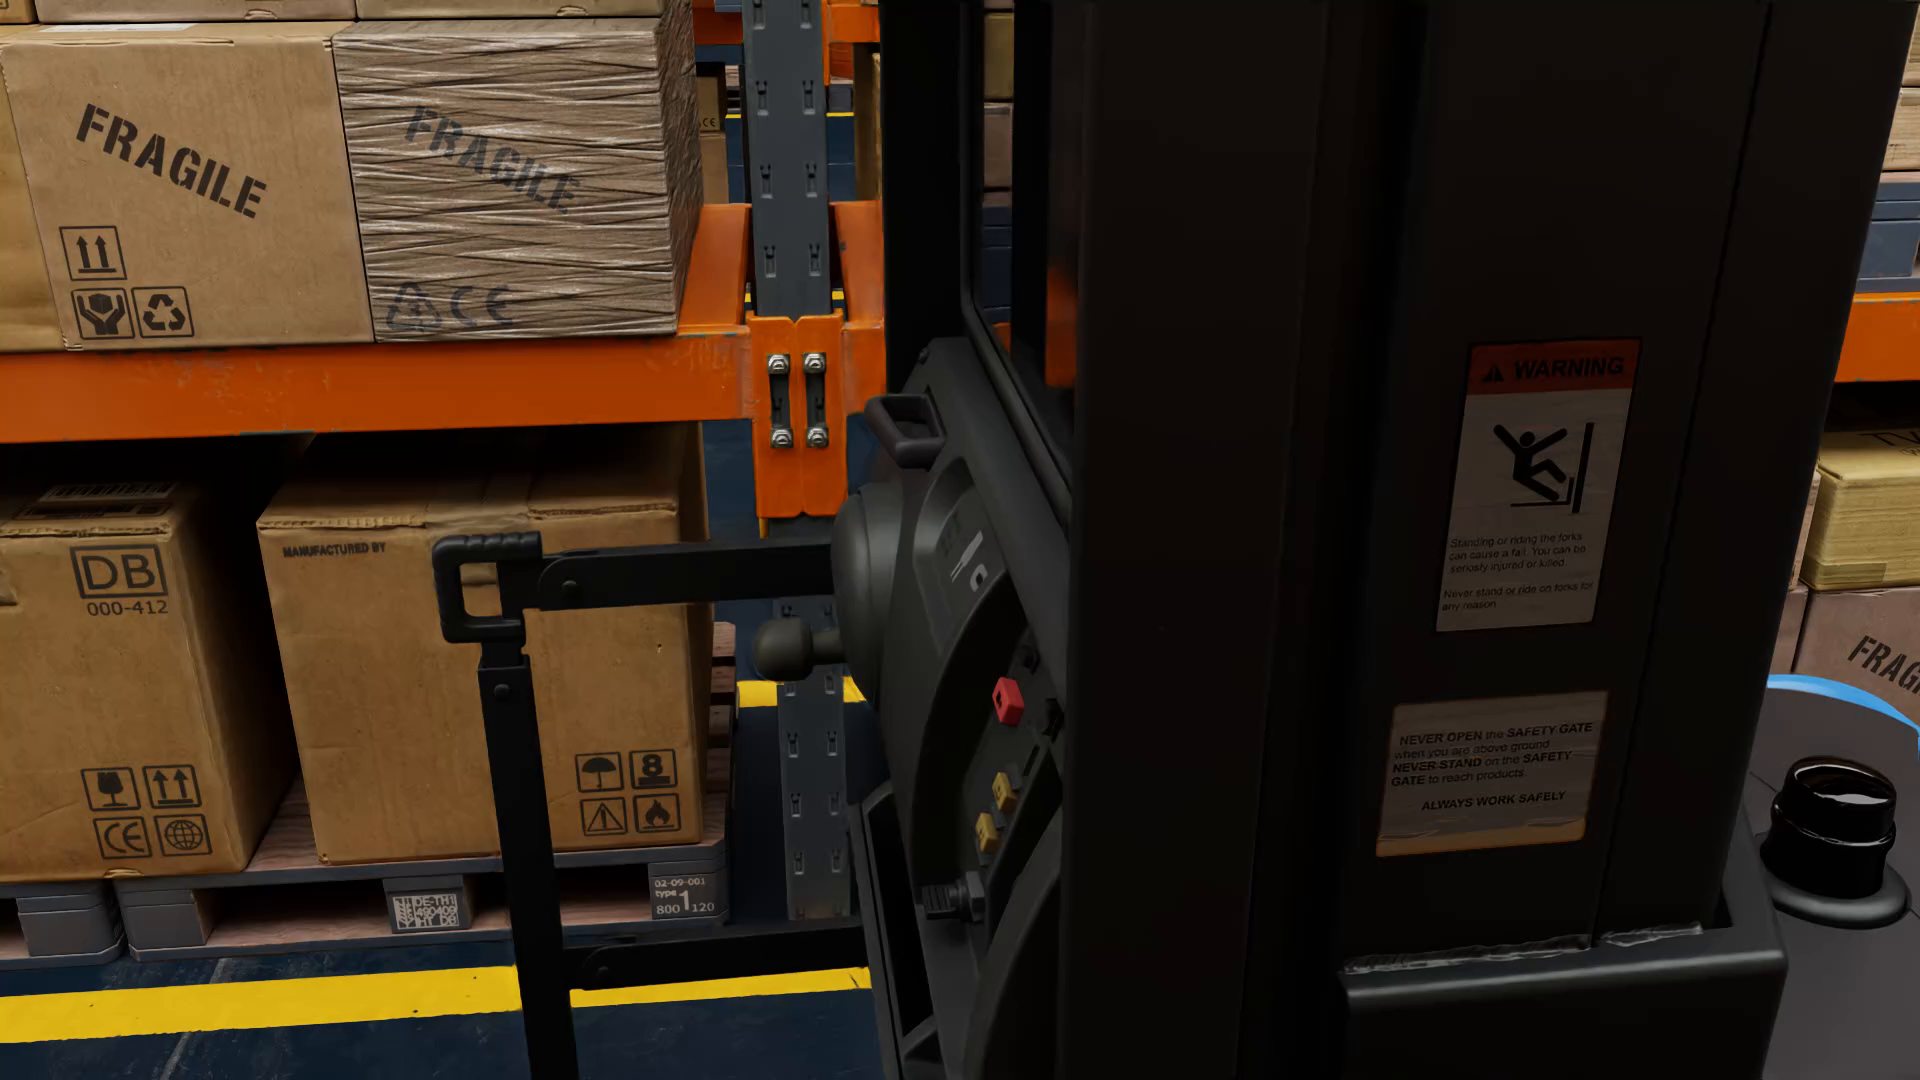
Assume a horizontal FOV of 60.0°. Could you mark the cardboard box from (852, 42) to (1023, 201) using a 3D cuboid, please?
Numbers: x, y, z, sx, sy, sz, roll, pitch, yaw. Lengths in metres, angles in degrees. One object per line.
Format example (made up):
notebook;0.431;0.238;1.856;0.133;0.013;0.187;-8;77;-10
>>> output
cardboard box;-0.031;-1.995;8.145;0.875;0.875;1.225;-3;24;-8

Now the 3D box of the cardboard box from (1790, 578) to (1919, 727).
cardboard box;1.914;0.215;3.634;0.500;0.500;0.500;-3;24;-6

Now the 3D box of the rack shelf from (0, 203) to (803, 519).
rack shelf;-2.323;-0.338;3.202;4.000;0.370;1.077;-2;24;-5

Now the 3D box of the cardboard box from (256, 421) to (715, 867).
cardboard box;-0.948;0.078;3.635;0.750;0.750;1.050;-3;24;-6

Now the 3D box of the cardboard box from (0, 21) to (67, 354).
cardboard box;-1.749;-0.626;2.843;0.500;0.500;0.500;-3;24;-6

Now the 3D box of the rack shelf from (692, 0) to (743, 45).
rack shelf;-2.710;-2.347;7.722;4.000;0.370;1.077;-2;24;-5

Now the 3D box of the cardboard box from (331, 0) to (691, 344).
cardboard box;-0.755;-0.665;2.931;0.500;0.500;0.500;-2;24;-5

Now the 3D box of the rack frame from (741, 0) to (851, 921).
rack frame;-0.333;-0.746;3.236;0.127;3.000;1.000;-2;24;-5

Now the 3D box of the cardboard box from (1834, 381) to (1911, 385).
cardboard box;1.849;-0.335;3.947;0.500;0.250;0.500;-1;24;-3

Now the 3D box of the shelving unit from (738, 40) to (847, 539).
shelving unit;-0.076;-0.682;4.939;1.083;1.500;0.587;-2;24;-5

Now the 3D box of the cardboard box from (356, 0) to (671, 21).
cardboard box;-0.781;-1.235;2.981;0.500;0.500;0.700;-2;24;-5

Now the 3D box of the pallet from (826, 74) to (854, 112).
pallet;-0.426;-3.531;12.935;1.213;0.211;1.003;-2;24;-5

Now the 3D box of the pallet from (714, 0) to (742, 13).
pallet;-1.419;-2.596;7.634;1.003;0.211;1.213;-2;24;-5

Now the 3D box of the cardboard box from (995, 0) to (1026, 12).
cardboard box;0.150;-1.036;2.947;0.250;0.149;0.380;-2;24;-5

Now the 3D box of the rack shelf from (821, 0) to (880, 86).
rack shelf;1.270;-2.506;8.081;4.000;0.370;1.077;-2;24;-5

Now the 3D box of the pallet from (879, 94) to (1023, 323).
pallet;0.366;-0.730;3.436;1.003;0.211;1.213;-2;24;-5

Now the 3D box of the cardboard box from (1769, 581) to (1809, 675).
cardboard box;1.406;0.235;3.589;0.500;0.500;0.500;-3;24;-6

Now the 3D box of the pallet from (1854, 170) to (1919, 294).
pallet;1.633;-0.754;3.490;1.213;0.211;1.003;-2;24;-5

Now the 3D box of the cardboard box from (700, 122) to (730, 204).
cardboard box;-1.385;-1.779;8.096;0.500;0.500;0.700;-4;24;-8

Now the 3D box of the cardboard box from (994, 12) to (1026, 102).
cardboard box;0.168;-0.897;3.002;0.250;0.149;0.380;-1;24;-3

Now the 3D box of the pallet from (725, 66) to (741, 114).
pallet;-1.982;-3.468;12.792;1.213;0.211;1.003;-2;24;-5

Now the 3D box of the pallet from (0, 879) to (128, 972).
pallet;-2.336;0.576;3.693;1.213;0.211;1.003;-2;24;-5

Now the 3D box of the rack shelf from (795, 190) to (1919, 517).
rack shelf;1.657;-0.497;3.562;4.000;0.370;1.077;-2;24;-5

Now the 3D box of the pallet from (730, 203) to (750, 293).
pallet;-1.498;-1.450;8.253;1.213;0.211;1.003;-2;24;-5

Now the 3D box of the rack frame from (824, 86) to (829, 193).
rack frame;-0.720;-2.755;7.756;0.127;3.000;1.000;-2;24;-5

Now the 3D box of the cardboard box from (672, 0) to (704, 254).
cardboard box;-0.806;-0.883;3.421;0.500;0.500;0.500;-2;24;-5

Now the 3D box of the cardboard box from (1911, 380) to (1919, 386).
cardboard box;2.357;-0.353;3.989;0.500;0.250;0.500;-2;24;-4

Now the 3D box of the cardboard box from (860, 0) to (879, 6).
cardboard box;-0.210;-2.710;7.531;0.500;0.500;0.500;-2;24;-4

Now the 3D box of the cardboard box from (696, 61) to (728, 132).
cardboard box;-1.384;-2.118;7.934;0.500;0.250;0.500;-1;24;-3

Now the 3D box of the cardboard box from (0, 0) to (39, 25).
cardboard box;-1.794;-1.193;2.887;0.500;0.500;0.700;-3;24;-6

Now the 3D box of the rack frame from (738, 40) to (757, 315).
rack frame;-0.591;-0.662;4.892;0.032;1.500;0.500;-2;24;-5

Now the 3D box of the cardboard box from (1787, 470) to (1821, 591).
cardboard box;1.375;-0.103;3.426;0.500;0.250;0.500;-2;24;-5

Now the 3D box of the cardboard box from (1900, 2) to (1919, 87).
cardboard box;1.717;-0.962;3.147;0.250;0.149;0.380;-1;24;-3

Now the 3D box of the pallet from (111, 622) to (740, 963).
pallet;-1.125;0.529;3.800;1.213;0.211;1.003;-2;24;-5

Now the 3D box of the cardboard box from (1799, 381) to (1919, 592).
cardboard box;1.894;-0.124;3.474;0.500;0.250;0.500;-3;24;-7

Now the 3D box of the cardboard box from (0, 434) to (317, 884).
cardboard box;-1.818;0.114;3.553;0.750;0.750;1.050;-2;24;-4

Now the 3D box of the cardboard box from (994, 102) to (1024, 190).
cardboard box;0.132;-0.760;3.058;0.250;0.149;0.380;-3;24;-6

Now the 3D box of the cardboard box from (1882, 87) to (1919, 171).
cardboard box;1.710;-0.823;3.201;0.250;0.149;0.380;-3;24;-7

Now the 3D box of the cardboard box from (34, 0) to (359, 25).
cardboard box;-1.284;-1.214;2.935;0.500;0.500;0.700;-3;24;-6

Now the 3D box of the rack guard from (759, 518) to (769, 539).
rack guard;-0.571;-0.091;5.148;0.087;0.250;0.587;-2;24;-5

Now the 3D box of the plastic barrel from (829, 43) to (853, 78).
plastic barrel;-0.722;-3.984;12.675;0.708;0.830;0.600;-2;24;-5

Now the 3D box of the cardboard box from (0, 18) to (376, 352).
cardboard box;-1.251;-0.646;2.888;0.500;0.500;0.500;-2;24;-5
